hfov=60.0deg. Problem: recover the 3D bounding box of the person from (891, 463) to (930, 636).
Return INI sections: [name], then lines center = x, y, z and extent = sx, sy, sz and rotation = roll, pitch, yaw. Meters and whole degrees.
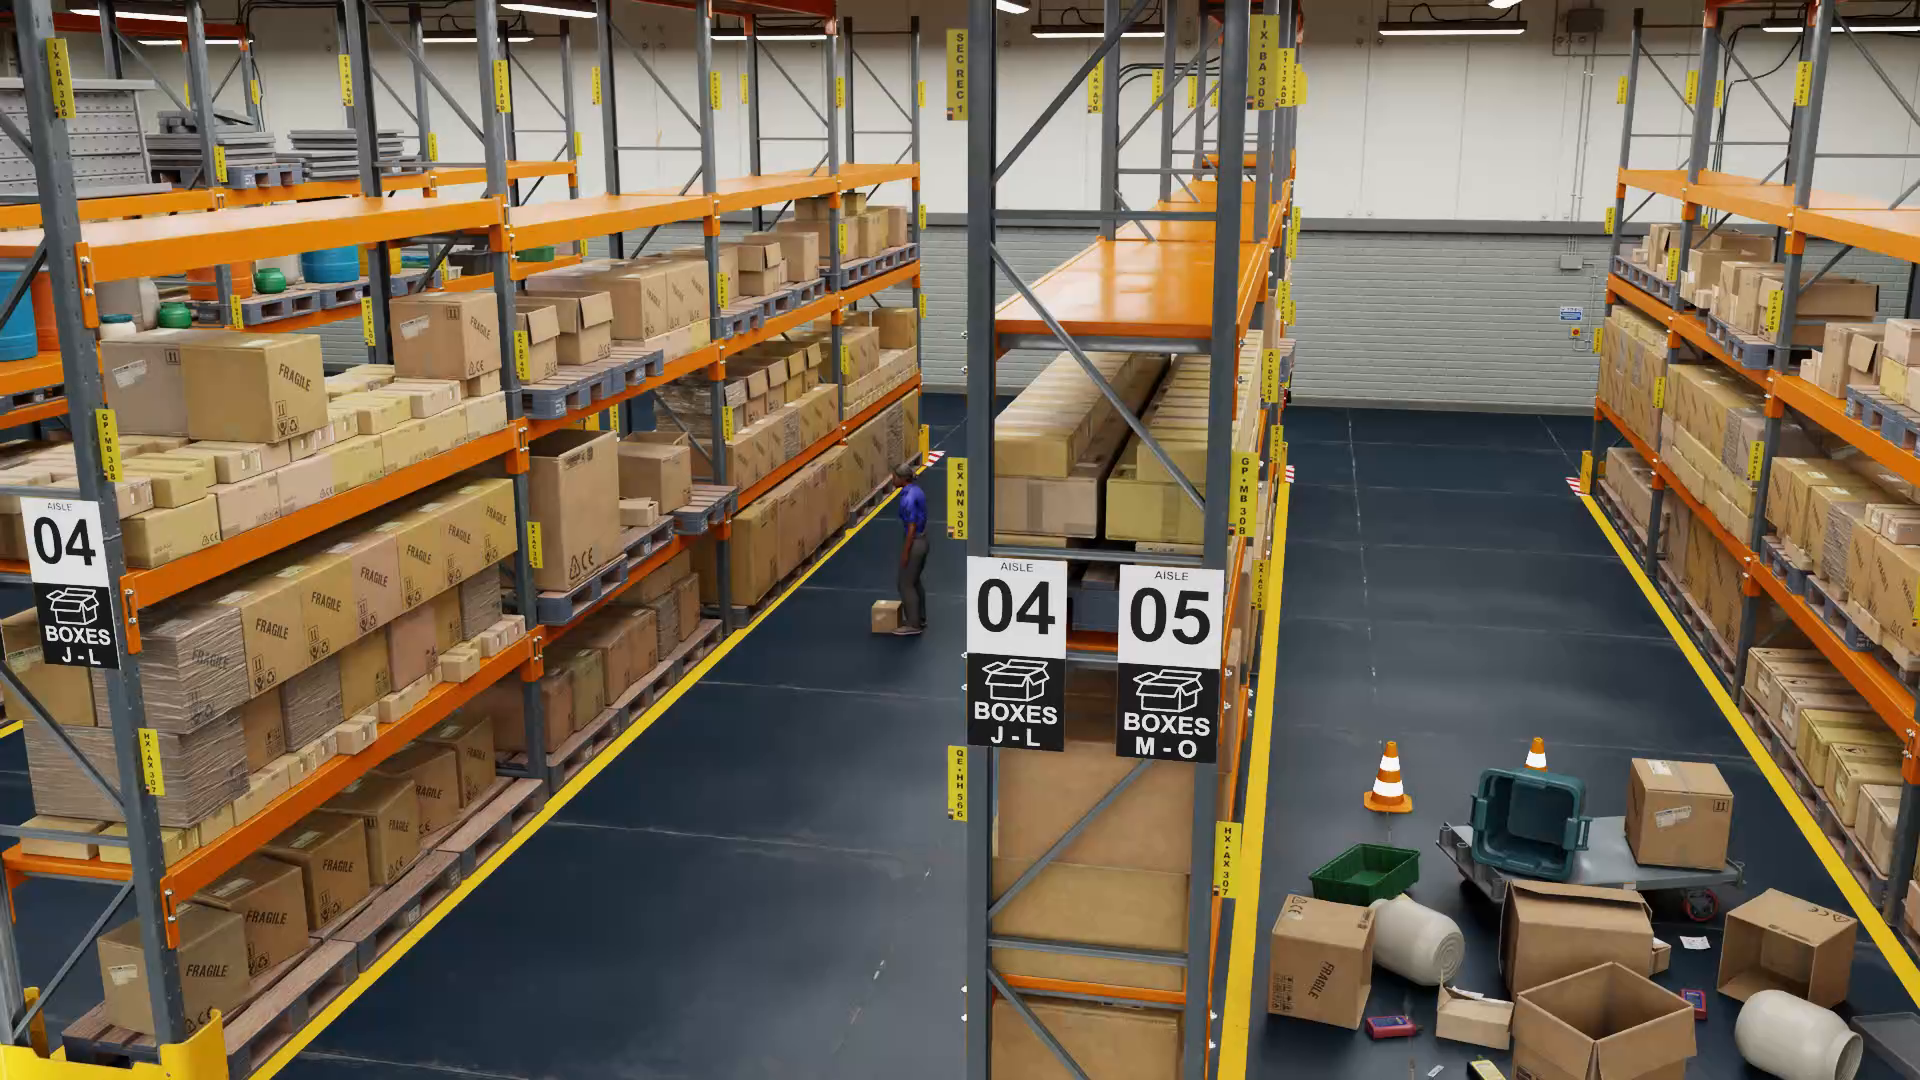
[person]
center = -0.468, 0.069, 15.762
extent = 0.351, 1.653, 0.527
rotation = 2, 15, 8
